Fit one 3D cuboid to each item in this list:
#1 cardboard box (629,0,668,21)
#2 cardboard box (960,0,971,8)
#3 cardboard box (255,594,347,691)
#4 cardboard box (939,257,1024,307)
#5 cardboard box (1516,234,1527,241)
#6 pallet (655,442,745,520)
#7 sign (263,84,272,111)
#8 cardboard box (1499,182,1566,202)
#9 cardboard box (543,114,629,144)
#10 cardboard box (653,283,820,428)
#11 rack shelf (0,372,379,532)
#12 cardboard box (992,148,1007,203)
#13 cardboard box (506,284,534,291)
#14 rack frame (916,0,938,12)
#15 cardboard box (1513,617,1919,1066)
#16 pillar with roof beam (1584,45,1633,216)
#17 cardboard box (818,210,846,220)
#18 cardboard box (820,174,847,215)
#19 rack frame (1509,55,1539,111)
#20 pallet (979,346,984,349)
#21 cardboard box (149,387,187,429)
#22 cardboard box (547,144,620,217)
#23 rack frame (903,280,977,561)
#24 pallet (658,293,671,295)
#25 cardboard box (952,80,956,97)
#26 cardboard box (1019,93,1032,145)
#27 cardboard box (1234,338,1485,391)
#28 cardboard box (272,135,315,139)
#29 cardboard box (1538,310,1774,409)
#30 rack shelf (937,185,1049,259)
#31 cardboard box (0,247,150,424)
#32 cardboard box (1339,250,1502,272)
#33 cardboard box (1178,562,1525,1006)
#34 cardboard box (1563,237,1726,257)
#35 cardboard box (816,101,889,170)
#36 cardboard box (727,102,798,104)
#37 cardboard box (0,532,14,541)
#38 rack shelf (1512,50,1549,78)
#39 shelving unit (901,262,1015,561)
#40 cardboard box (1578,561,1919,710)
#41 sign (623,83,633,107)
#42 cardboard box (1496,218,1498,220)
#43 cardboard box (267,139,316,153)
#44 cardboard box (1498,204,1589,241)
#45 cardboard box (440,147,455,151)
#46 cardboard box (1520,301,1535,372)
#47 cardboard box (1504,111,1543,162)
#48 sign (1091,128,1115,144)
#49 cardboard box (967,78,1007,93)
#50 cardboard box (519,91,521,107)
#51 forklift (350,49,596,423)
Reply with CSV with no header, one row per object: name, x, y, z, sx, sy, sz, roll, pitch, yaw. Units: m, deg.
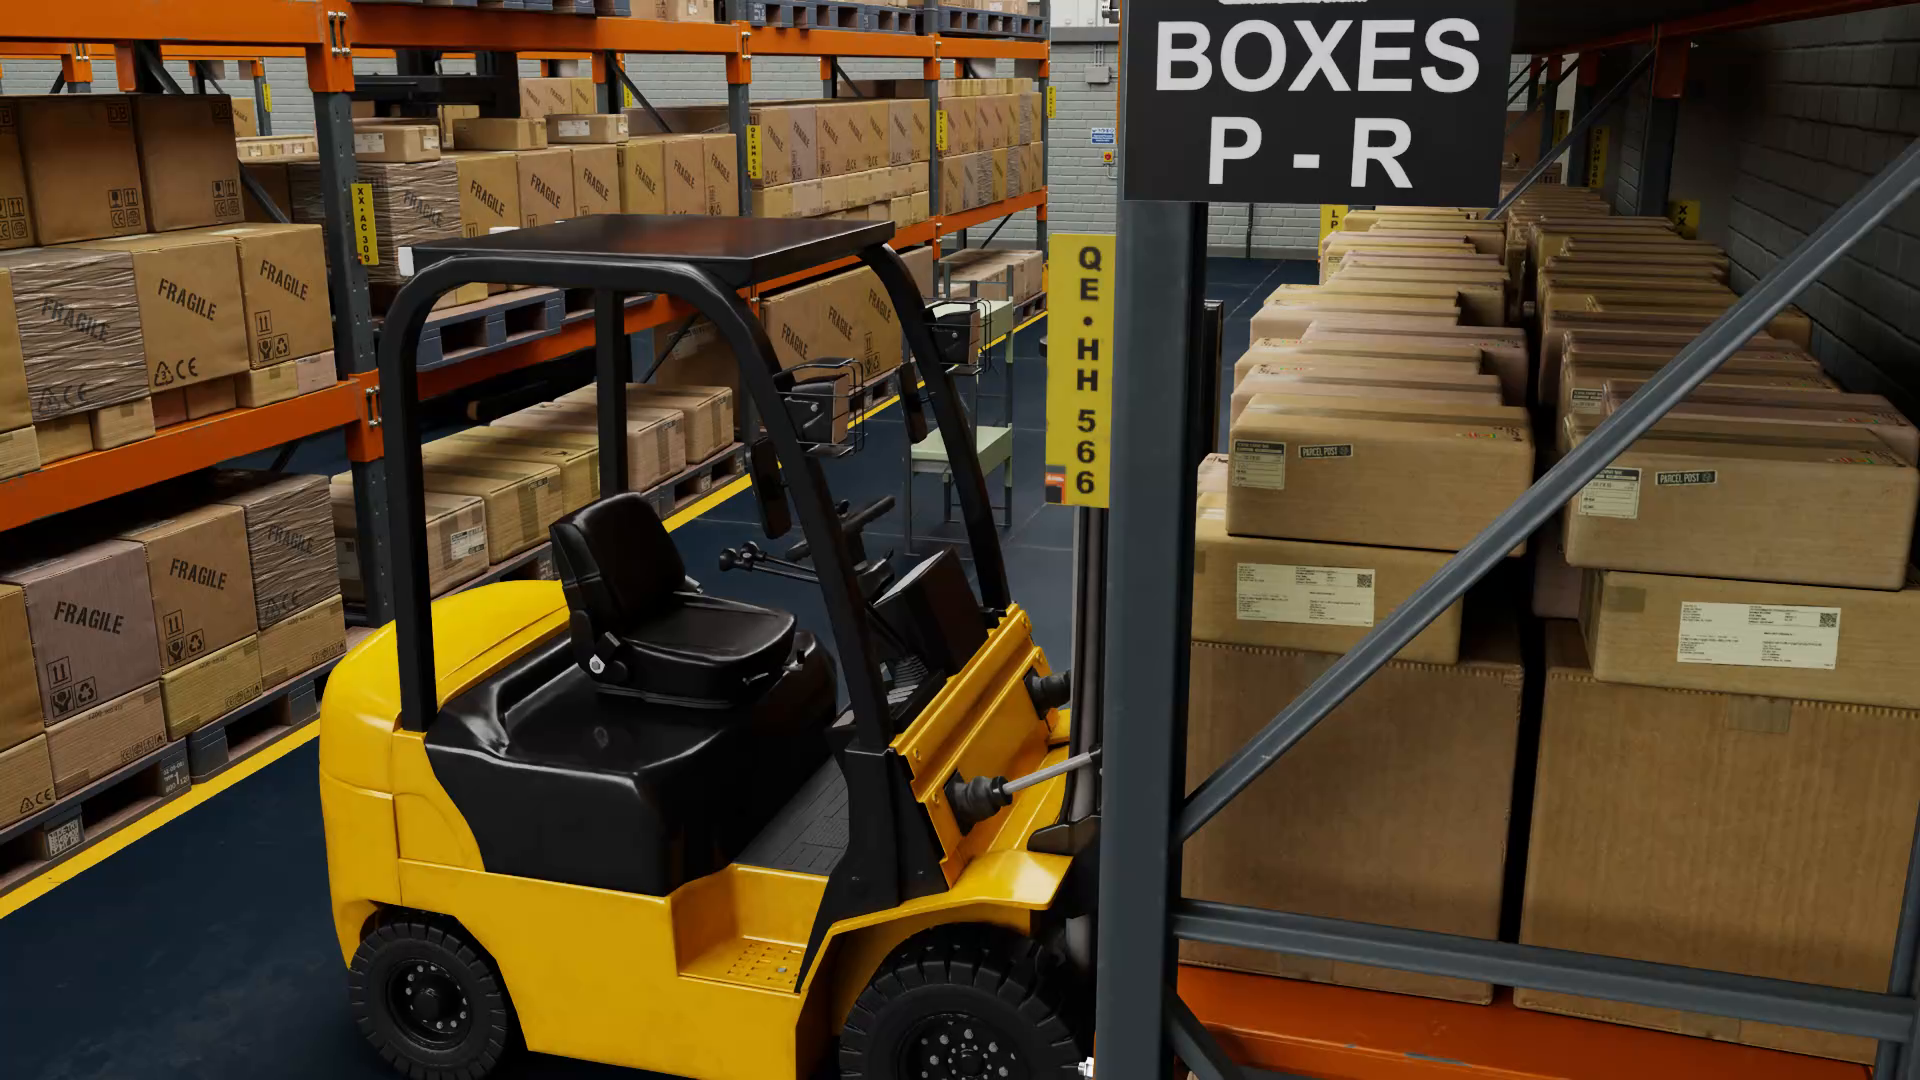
cardboard box,-2.097,-3.202,9.441,0.700,0.500,0.500,5,16,16
cardboard box,-0.329,-5.103,15.184,0.797,0.503,0.637,6,17,20
cardboard box,-2.865,0.385,6.745,0.500,0.250,0.500,5,17,18
cardboard box,0.112,-2.600,16.925,0.875,0.438,0.875,5,17,17
cardboard box,2.238,-1.029,6.089,0.380,0.149,0.250,4,16,14
pallet,-2.041,-0.412,10.396,1.003,0.211,1.213,5,16,16
sign,-8.530,-5.445,20.473,0.100,0.325,0.005,5,16,16
cardboard box,3.044,-1.834,8.925,0.380,0.149,0.250,5,17,18
cardboard box,-2.012,-2.213,8.950,0.380,0.149,0.250,4,16,13
cardboard box,-1.542,-1.312,11.583,0.875,0.875,0.875,4,16,15
rack shelf,-3.523,-0.042,5.300,1.077,0.370,4.000,5,16,16
cardboard box,0.144,-3.551,16.168,0.500,0.500,0.500,5,17,18
cardboard box,-2.295,-1.322,8.183,0.380,0.149,0.250,5,17,17
rack frame,-0.681,-5.891,13.607,1.000,3.000,0.127,5,16,16
cardboard box,1.076,0.363,2.370,0.500,0.500,0.500,5,17,18
pillar with roof beam,1.013,-5.953,13.826,9.100,9.000,0.400,5,16,16
cardboard box,-1.154,-2.267,12.100,0.500,0.250,0.500,5,17,18
cardboard box,-1.136,-2.504,12.021,0.500,0.250,0.500,5,16,16
rack frame,5.216,-3.667,16.761,1.000,3.000,0.127,5,16,16
pallet,-0.390,-1.856,15.486,1.003,0.211,1.213,5,16,16
cardboard box,-3.051,-0.491,6.024,0.380,0.149,0.250,4,16,15
cardboard box,-2.115,-1.800,8.680,0.500,0.500,0.500,4,16,14
rack frame,-0.106,-0.624,8.781,0.400,1.500,0.023,5,16,16
pallet,-1.918,-1.671,10.075,1.213,0.211,1.003,5,16,16
cardboard box,-0.253,-4.047,14.895,0.380,0.149,0.250,4,16,15
cardboard box,0.426,-4.297,16.965,0.500,0.500,0.500,5,16,16
cardboard box,0.657,-0.232,2.733,0.380,0.149,0.250,5,17,17
cardboard box,-6.082,-3.589,15.085,0.380,0.149,0.250,5,17,17
cardboard box,1.273,-0.326,3.065,0.380,0.149,0.250,5,17,18
rack shelf,-0.113,-3.182,16.368,1.077,0.370,4.000,5,16,16
cardboard box,-3.125,-0.696,5.558,0.500,0.500,0.500,5,17,17
cardboard box,1.140,-0.627,4.127,0.380,0.149,0.250,5,16,16
cardboard box,0.557,0.322,2.515,0.500,0.500,0.500,4,16,15
cardboard box,1.820,-0.721,4.457,0.380,0.149,0.250,4,16,15
cardboard box,-0.870,-3.130,12.853,0.500,0.500,0.500,5,17,18
cardboard box,-1.486,-3.039,12.531,0.500,0.500,0.500,4,16,15
cardboard box,-3.671,0.258,5.817,0.500,0.500,0.500,6,17,19
rack shelf,4.647,-4.241,14.605,1.077,0.370,4.000,5,16,16
shelving unit,-0.002,-0.720,9.119,0.431,1.500,0.755,5,16,16
cardboard box,1.014,0.090,2.143,0.380,0.149,0.250,4,16,14
sign,-3.793,-5.069,19.004,0.100,0.325,0.005,5,16,16
cardboard box,2.937,-1.470,8.372,0.500,0.250,0.500,5,17,16
cardboard box,-5.681,-3.339,14.204,0.380,0.149,0.250,4,16,14
cardboard box,2.626,-1.430,7.503,0.380,0.149,0.250,5,17,17
cardboard box,-2.751,-1.708,8.356,0.500,0.500,0.500,5,17,18
cardboard box,1.643,-0.518,4.288,0.380,0.149,0.250,5,17,18
cardboard box,4.757,-3.421,14.250,0.500,0.500,0.500,4,16,14
sign,2.007,-5.678,23.355,0.327,0.218,0.001,5,16,16
cardboard box,0.251,-4.515,16.546,0.380,0.149,0.250,4,16,15
cardboard box,-4.788,-4.400,16.783,0.500,0.500,0.500,5,17,17
forklift,-3.985,-2.408,12.447,1.130,2.935,3.031,5,17,18
